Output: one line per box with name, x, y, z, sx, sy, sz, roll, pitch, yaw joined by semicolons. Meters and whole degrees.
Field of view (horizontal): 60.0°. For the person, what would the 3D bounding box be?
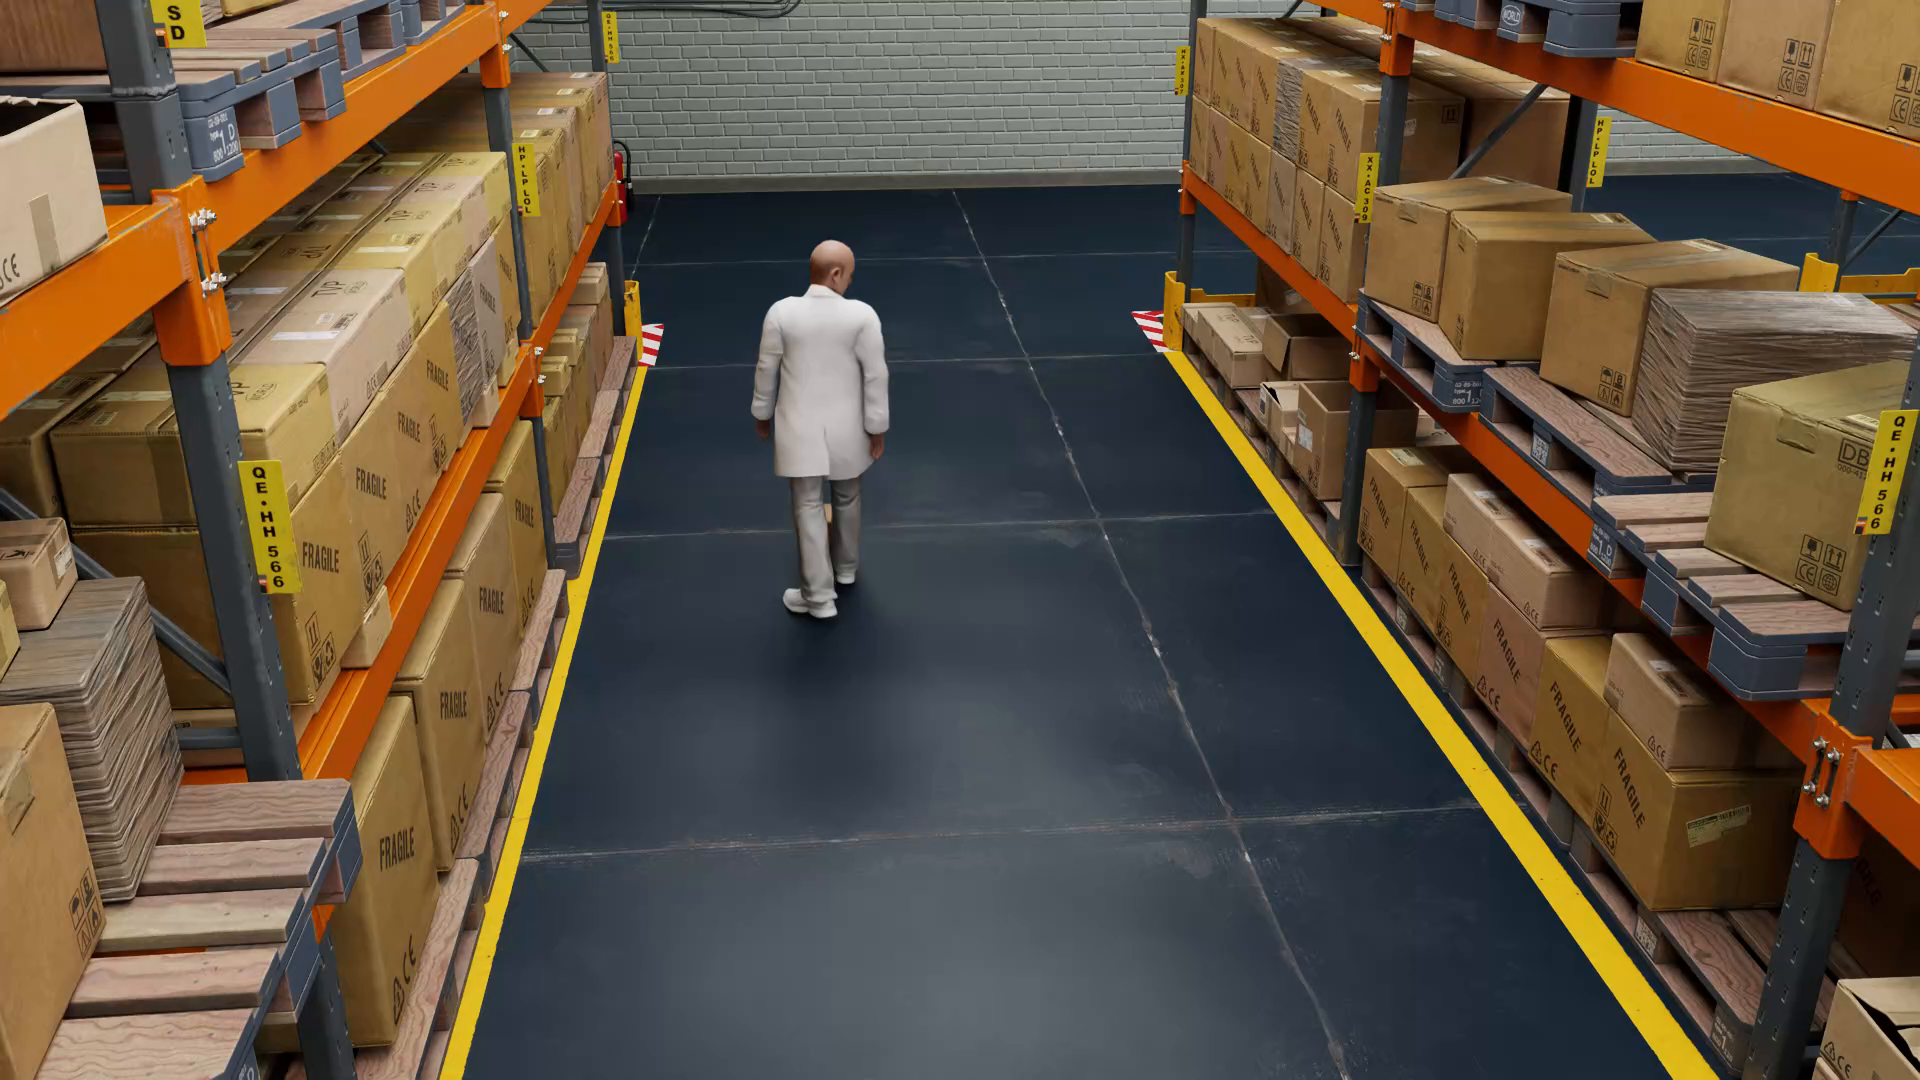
person;-0.665;-0.555;7.871;0.628;1.762;0.849;-4;24;-10
